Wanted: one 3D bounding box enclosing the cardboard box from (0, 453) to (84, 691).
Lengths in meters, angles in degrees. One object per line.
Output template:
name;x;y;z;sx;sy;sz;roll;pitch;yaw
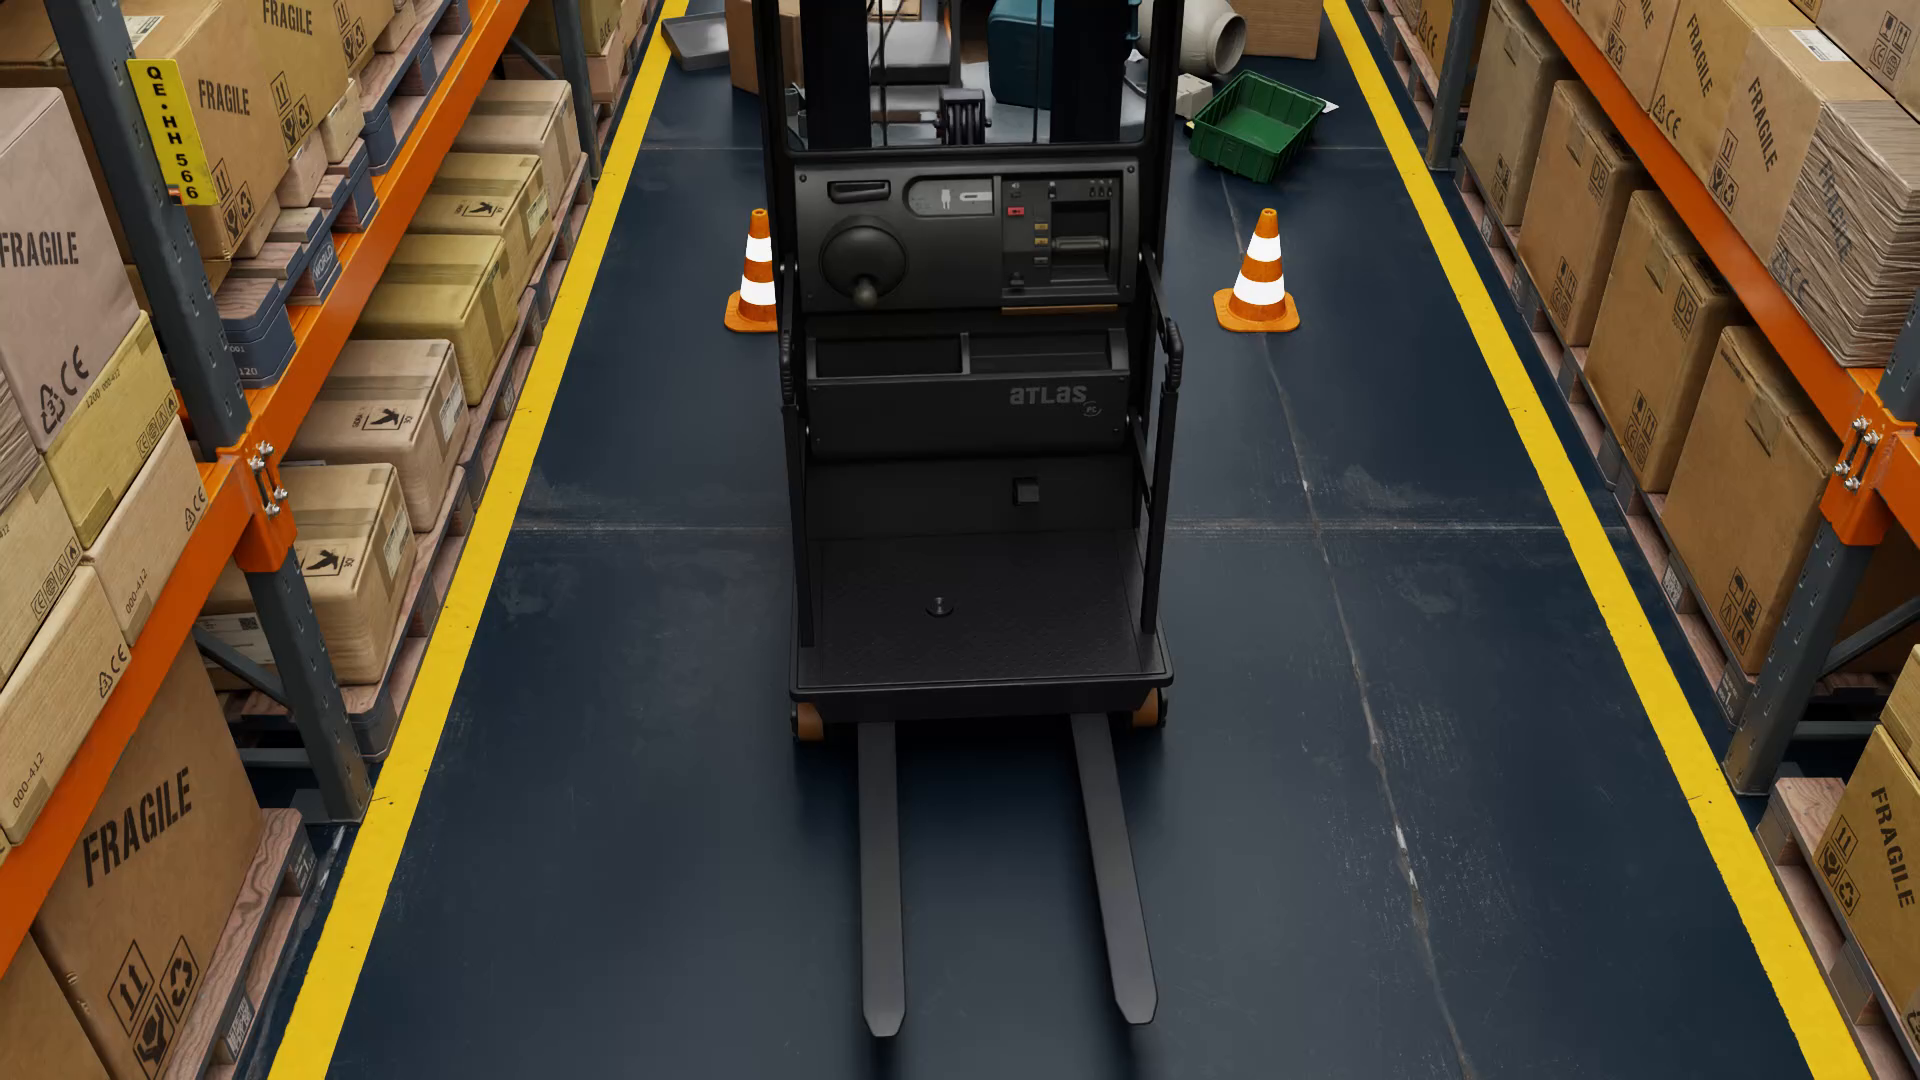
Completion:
cardboard box;-1.944;0.090;2.959;0.500;0.250;0.500;-1;39;-1

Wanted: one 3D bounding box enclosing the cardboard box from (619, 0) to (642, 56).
cardboard box;-1.950;-2.692;8.573;0.500;0.250;0.500;2;39;3

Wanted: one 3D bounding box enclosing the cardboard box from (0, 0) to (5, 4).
cardboard box;-2.481;-1.000;3.945;0.500;0.500;0.500;-1;39;-1

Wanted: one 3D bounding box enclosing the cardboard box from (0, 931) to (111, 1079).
cardboard box;-2.288;1.258;3.144;0.875;0.875;0.875;0;39;1

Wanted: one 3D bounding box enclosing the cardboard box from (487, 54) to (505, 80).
cardboard box;-2.477;-2.358;8.157;0.500;0.250;0.500;2;39;2

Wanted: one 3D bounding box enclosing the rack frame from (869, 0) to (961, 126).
rack frame;-0.206;-1.465;5.851;0.400;2.100;0.015;-2;36;-5

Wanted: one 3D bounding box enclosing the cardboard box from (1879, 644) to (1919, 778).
cardboard box;2.506;0.487;3.807;0.500;0.250;0.500;-2;39;-2

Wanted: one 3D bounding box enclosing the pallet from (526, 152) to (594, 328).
pallet;-2.205;-1.323;7.232;1.003;0.211;1.213;0;39;0

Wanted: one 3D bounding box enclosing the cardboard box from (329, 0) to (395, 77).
cardboard box;-1.987;-1.655;4.763;0.500;0.500;0.500;1;39;1

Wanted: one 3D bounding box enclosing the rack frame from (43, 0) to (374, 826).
rack frame;-2.203;-0.397;3.846;1.000;3.000;0.127;0;39;0

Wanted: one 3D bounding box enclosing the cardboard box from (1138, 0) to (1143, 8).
cardboard box;0.899;-2.971;9.245;0.396;0.266;0.258;6;39;8

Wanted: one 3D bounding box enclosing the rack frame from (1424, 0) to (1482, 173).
rack frame;2.743;-2.965;7.051;1.000;3.000;0.127;0;39;0

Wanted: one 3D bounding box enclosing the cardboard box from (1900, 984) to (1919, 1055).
cardboard box;2.497;1.105;3.635;0.500;0.500;0.500;0;39;0

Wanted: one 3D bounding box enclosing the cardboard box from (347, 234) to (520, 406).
cardboard box;-2.197;-0.824;6.145;0.950;0.372;0.625;1;39;1

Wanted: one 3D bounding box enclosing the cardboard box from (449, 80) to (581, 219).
cardboard box;-2.204;-1.708;7.249;0.950;0.372;0.625;0;39;1

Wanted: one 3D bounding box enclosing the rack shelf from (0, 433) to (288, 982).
rack shelf;-2.200;1.135;2.510;1.077;0.370;4.000;0;39;0

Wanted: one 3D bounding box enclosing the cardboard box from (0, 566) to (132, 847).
cardboard box;-1.926;0.298;3.100;0.500;0.250;0.500;1;39;1

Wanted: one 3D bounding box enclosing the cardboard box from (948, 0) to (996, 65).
cardboard box;0.331;-2.797;8.729;0.797;0.637;0.503;0;39;0

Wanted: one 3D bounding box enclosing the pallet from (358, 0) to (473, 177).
pallet;-2.246;-1.560;5.451;1.003;0.211;1.213;0;39;0

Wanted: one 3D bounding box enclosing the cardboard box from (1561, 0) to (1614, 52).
cardboard box;2.473;-2.046;5.825;0.500;0.500;0.500;0;39;0

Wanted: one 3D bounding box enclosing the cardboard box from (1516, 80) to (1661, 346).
cardboard box;2.831;-1.259;6.386;1.050;0.750;0.750;0;39;0

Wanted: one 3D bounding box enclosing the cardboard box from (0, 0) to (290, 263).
cardboard box;-1.972;-0.997;3.942;0.500;0.500;0.500;-1;39;-1

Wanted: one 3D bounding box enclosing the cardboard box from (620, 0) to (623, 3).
cardboard box;-1.950;-2.985;8.340;0.500;0.500;0.500;1;39;2

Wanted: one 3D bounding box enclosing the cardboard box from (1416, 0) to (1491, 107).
cardboard box;2.812;-2.693;8.075;0.875;0.875;0.875;1;39;1

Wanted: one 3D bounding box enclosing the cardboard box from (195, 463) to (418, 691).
cardboard box;-2.193;0.112;4.977;0.950;0.372;0.625;-2;39;-3

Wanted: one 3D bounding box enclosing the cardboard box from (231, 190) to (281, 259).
cardboard box;-1.984;-0.843;4.268;0.380;0.149;0.250;-2;39;-3

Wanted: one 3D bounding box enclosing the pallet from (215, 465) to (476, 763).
pallet;-2.202;0.203;5.328;1.003;0.211;1.213;0;39;0

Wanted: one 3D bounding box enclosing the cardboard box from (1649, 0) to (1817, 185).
cardboard box;2.478;-1.408;5.029;0.500;0.500;0.500;-1;39;-1

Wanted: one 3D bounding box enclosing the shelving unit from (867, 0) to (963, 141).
shelving unit;-0.227;-1.607;6.048;0.431;2.100;0.503;-2;36;-5

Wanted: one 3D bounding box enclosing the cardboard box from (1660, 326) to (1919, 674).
cardboard box;2.836;-0.130;4.977;1.050;0.750;0.750;-1;39;-1

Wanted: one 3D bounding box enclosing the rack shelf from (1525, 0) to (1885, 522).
rack shelf;2.745;-1.433;5.715;1.077;0.370;4.000;0;39;0

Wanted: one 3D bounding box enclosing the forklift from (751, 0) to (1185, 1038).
forklift;0.037;-0.753;4.346;1.130;2.935;3.031;-2;39;-3

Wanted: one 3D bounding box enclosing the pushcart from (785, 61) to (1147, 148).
pushcart;0.073;-1.908;7.829;1.648;0.377;0.936;-13;40;-16

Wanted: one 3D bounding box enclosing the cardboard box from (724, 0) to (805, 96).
cardboard box;-0.848;-2.595;8.586;0.500;0.500;0.500;28;46;30

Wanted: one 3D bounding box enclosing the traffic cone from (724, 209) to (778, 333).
traffic cone;-0.806;-1.134;6.794;0.336;0.463;0.334;0;39;0

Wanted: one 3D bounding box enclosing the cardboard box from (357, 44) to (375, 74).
cardboard box;-2.035;-1.513;5.104;0.380;0.149;0.250;1;39;2

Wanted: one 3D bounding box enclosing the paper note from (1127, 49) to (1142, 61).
paper note;0.911;-2.651;9.040;0.172;0.023;0.155;13;40;15

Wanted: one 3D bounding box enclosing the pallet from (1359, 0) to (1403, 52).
pallet;2.816;-3.117;9.471;1.003;0.211;1.213;0;39;0

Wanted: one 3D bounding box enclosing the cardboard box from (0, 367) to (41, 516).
cardboard box;-1.932;-0.182;2.699;0.500;0.500;0.500;1;39;1

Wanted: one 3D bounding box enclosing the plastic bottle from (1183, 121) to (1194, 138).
plastic bottle;1.233;-1.990;8.184;0.133;0.061;0.283;-20;43;-23

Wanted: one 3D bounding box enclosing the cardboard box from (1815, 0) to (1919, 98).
cardboard box;2.755;-1.489;4.331;0.700;0.500;0.500;-1;39;-1

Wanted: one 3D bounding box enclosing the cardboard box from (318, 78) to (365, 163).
cardboard box;-1.918;-1.186;4.696;0.380;0.149;0.250;0;39;0

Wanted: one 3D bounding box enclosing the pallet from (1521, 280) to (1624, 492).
pallet;2.823;-0.629;6.366;1.003;0.211;1.213;0;39;0

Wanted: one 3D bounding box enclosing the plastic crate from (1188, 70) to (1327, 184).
plastic crate;1.432;-1.998;8.047;0.450;0.188;0.662;27;45;16

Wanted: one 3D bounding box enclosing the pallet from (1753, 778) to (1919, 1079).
pallet;2.747;1.114;4.192;1.003;0.211;1.213;0;39;0

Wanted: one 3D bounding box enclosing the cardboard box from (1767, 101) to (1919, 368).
cardboard box;2.478;-0.784;4.249;0.500;0.500;0.500;0;39;0

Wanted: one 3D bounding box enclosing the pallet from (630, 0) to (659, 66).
pallet;-2.248;-2.995;9.318;1.003;0.211;1.213;0;39;0
